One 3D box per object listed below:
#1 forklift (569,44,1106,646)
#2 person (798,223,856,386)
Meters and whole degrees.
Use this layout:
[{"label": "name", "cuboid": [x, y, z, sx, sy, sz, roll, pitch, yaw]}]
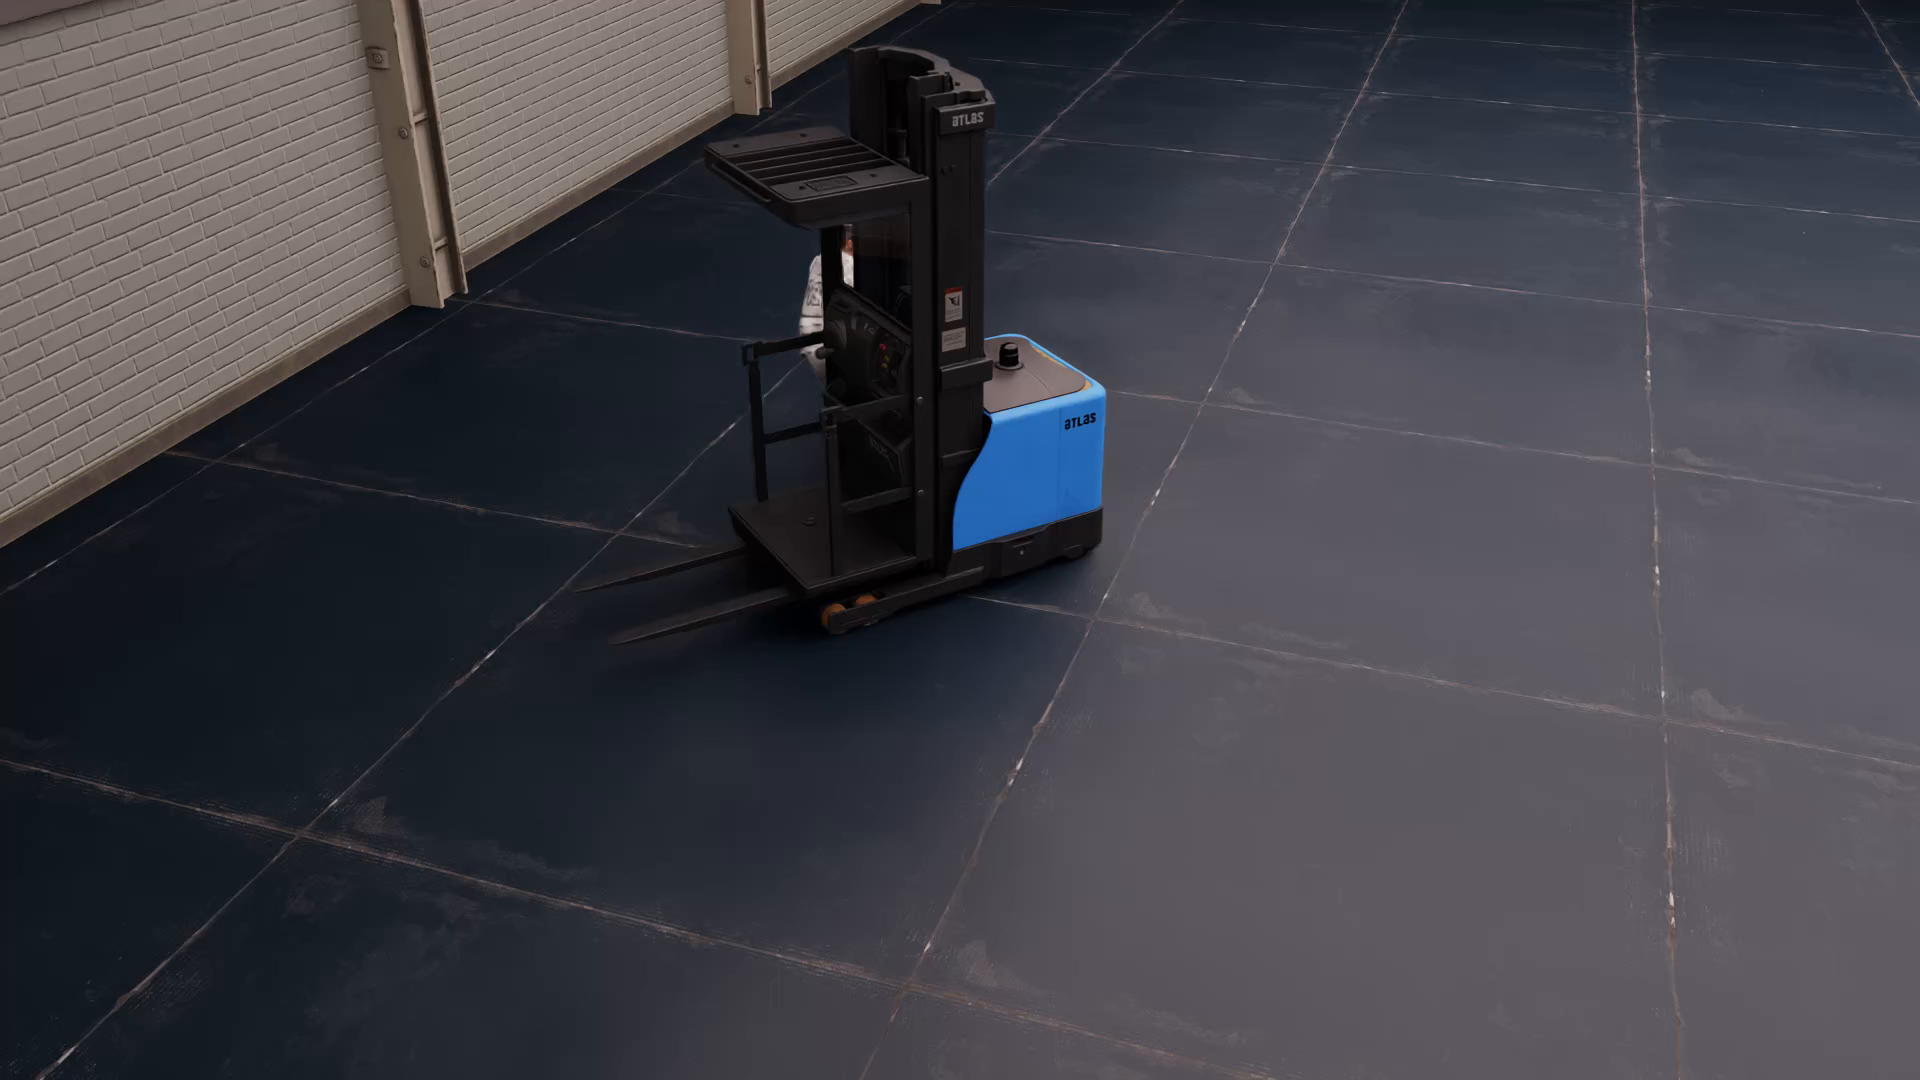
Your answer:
[{"label": "forklift", "cuboid": [-0.685, -1.050, 8.979, 3.031, 2.935, 1.130, -16, 33, -26]}, {"label": "person", "cuboid": [-0.589, -1.331, 10.908, 0.999, 1.516, 0.933, 15, 33, 25]}]
